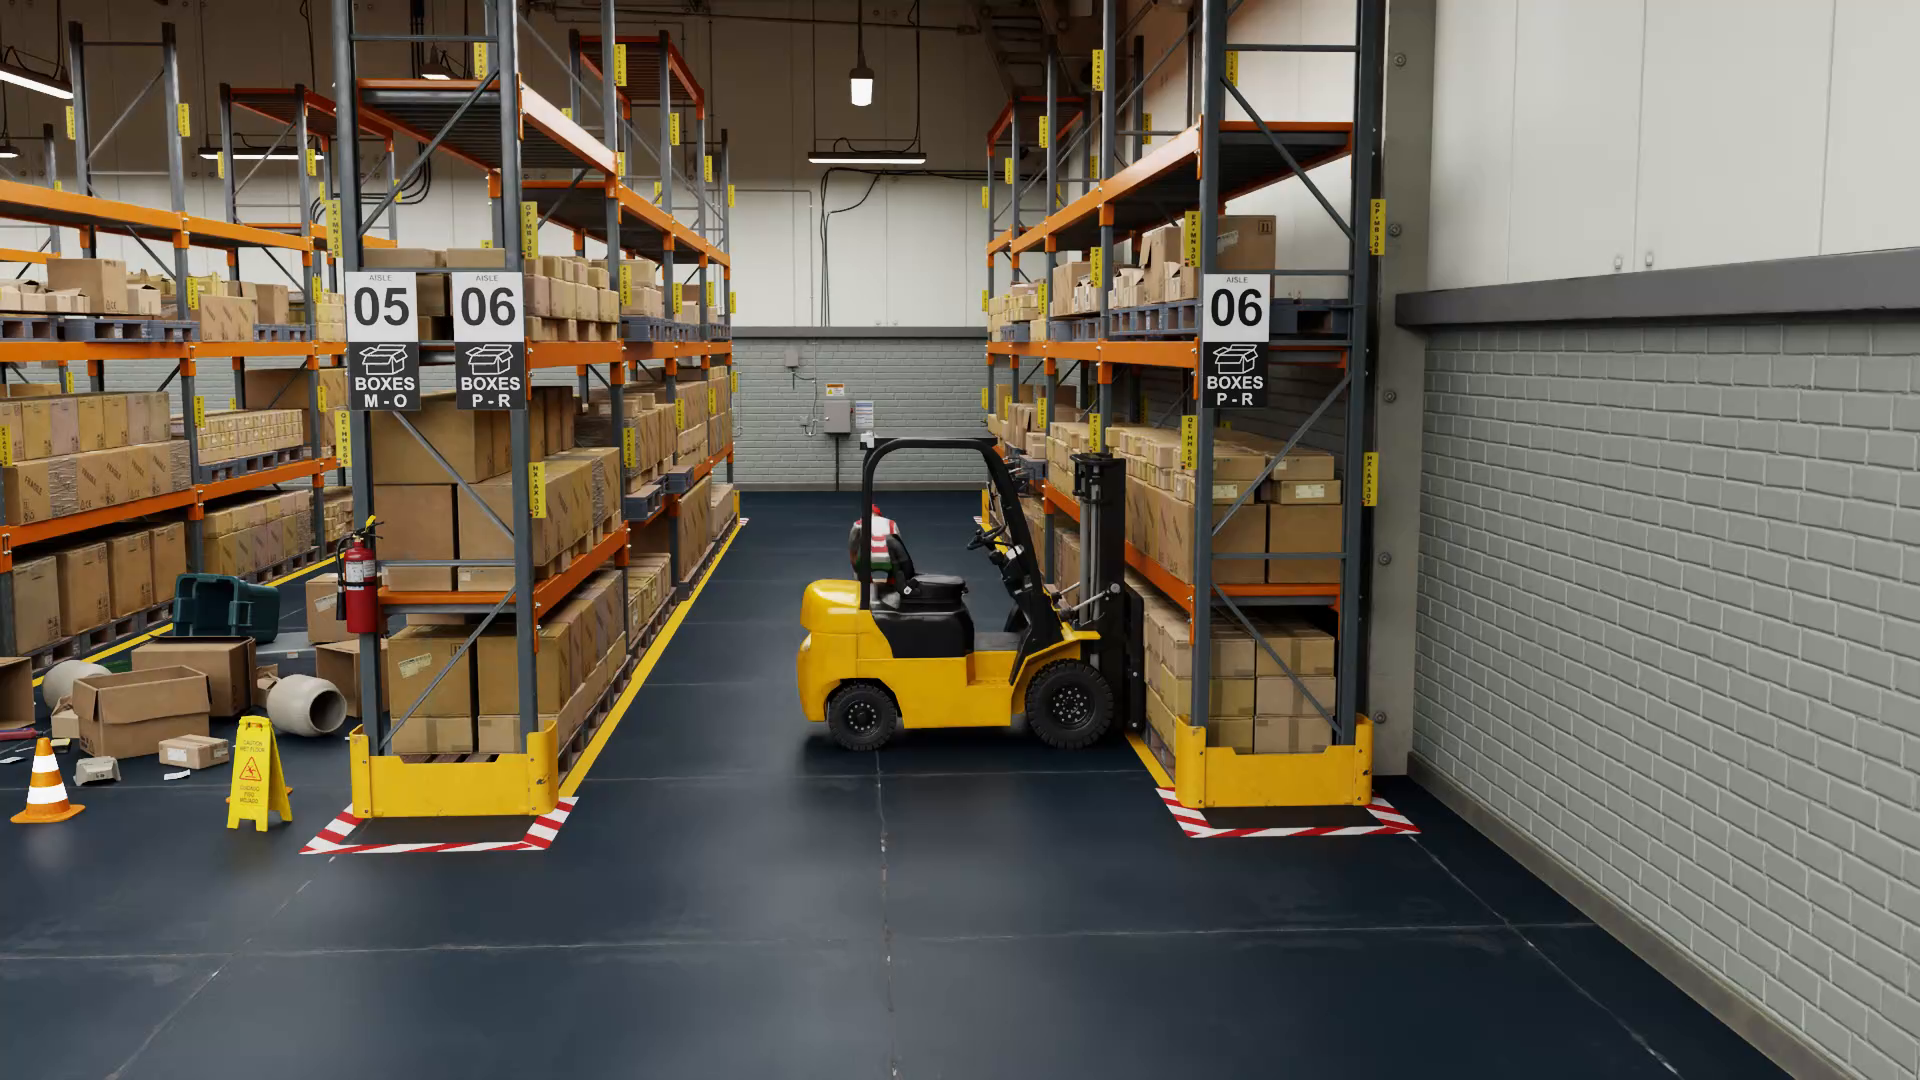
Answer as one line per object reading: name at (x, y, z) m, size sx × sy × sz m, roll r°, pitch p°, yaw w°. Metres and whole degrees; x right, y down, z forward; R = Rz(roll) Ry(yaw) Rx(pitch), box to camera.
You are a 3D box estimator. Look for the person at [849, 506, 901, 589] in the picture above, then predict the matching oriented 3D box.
person at (-0.883, 0.202, 17.519) m, size 0.579 × 1.065 × 0.870 m, roll 0°, pitch 7°, yaw -4°
